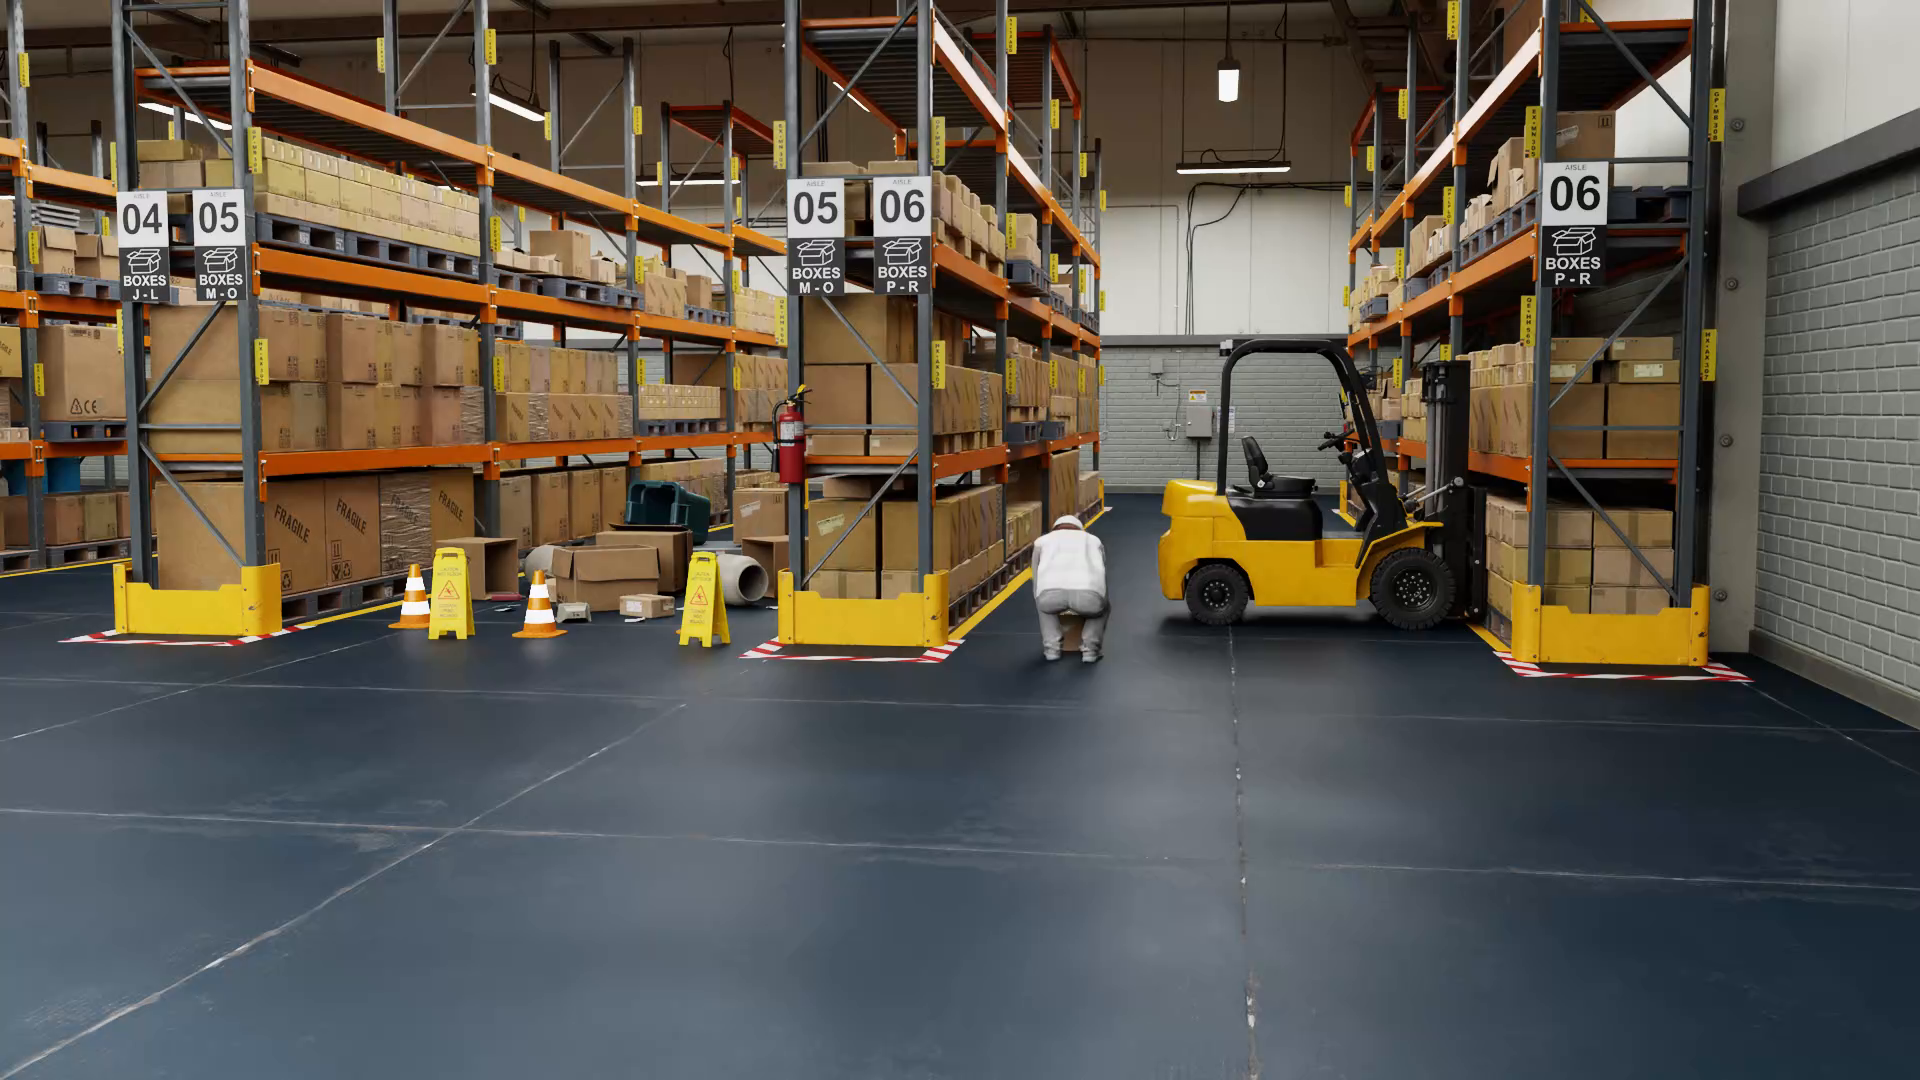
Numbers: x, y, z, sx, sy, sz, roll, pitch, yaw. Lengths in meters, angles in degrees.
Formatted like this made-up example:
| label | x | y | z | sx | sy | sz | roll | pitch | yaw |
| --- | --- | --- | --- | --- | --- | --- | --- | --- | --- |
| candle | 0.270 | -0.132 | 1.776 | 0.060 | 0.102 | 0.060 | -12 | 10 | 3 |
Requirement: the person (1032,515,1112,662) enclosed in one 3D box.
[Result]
| label | x | y | z | sx | sy | sz | roll | pitch | yaw |
| --- | --- | --- | --- | --- | --- | --- | --- | --- | --- |
| person | 0.732 | 0.314 | 11.004 | 0.536 | 0.916 | 0.913 | 1 | 4 | 9 |
